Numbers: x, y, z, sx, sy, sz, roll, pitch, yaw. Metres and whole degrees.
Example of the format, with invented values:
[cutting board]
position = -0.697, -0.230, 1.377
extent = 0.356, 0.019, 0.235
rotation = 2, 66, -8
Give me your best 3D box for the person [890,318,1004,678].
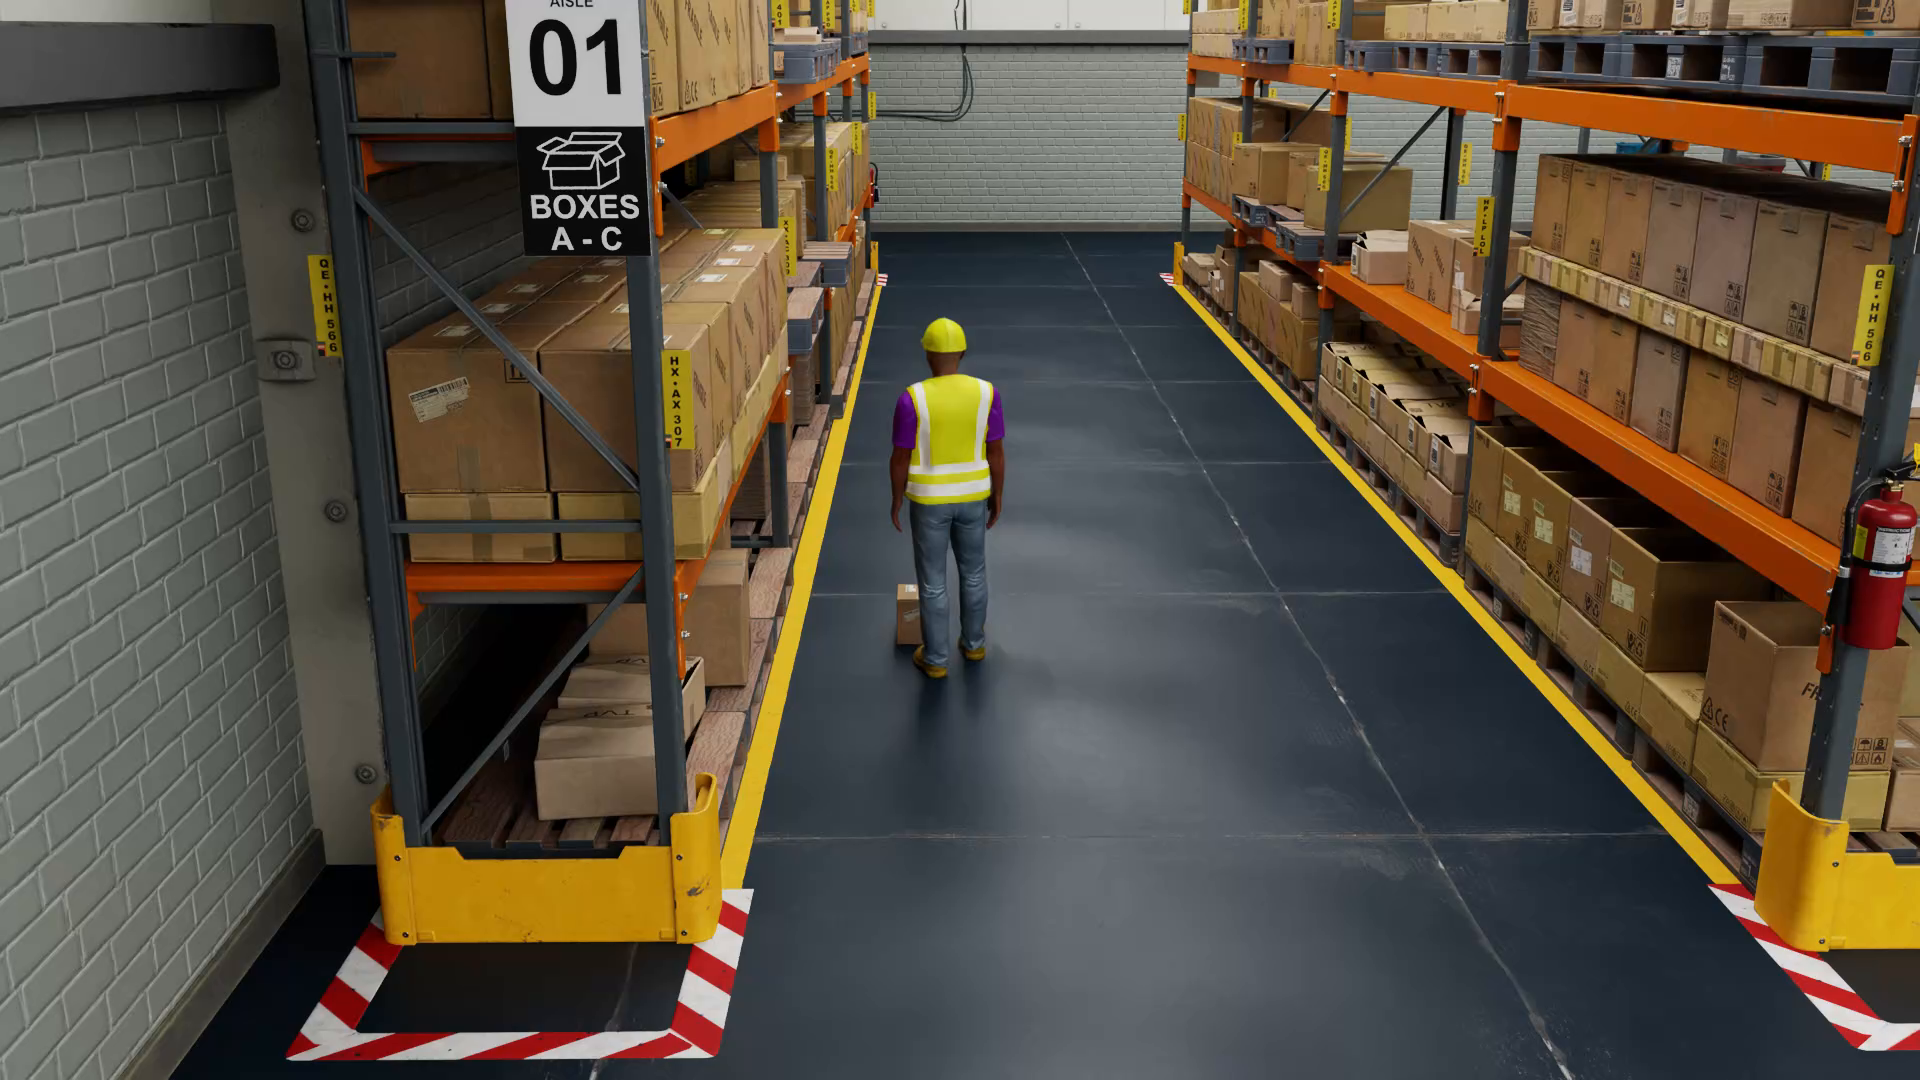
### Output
[person]
position = -0.089, -0.227, 8.232
extent = 0.569, 1.771, 0.496
rotation = -5, 18, -17
